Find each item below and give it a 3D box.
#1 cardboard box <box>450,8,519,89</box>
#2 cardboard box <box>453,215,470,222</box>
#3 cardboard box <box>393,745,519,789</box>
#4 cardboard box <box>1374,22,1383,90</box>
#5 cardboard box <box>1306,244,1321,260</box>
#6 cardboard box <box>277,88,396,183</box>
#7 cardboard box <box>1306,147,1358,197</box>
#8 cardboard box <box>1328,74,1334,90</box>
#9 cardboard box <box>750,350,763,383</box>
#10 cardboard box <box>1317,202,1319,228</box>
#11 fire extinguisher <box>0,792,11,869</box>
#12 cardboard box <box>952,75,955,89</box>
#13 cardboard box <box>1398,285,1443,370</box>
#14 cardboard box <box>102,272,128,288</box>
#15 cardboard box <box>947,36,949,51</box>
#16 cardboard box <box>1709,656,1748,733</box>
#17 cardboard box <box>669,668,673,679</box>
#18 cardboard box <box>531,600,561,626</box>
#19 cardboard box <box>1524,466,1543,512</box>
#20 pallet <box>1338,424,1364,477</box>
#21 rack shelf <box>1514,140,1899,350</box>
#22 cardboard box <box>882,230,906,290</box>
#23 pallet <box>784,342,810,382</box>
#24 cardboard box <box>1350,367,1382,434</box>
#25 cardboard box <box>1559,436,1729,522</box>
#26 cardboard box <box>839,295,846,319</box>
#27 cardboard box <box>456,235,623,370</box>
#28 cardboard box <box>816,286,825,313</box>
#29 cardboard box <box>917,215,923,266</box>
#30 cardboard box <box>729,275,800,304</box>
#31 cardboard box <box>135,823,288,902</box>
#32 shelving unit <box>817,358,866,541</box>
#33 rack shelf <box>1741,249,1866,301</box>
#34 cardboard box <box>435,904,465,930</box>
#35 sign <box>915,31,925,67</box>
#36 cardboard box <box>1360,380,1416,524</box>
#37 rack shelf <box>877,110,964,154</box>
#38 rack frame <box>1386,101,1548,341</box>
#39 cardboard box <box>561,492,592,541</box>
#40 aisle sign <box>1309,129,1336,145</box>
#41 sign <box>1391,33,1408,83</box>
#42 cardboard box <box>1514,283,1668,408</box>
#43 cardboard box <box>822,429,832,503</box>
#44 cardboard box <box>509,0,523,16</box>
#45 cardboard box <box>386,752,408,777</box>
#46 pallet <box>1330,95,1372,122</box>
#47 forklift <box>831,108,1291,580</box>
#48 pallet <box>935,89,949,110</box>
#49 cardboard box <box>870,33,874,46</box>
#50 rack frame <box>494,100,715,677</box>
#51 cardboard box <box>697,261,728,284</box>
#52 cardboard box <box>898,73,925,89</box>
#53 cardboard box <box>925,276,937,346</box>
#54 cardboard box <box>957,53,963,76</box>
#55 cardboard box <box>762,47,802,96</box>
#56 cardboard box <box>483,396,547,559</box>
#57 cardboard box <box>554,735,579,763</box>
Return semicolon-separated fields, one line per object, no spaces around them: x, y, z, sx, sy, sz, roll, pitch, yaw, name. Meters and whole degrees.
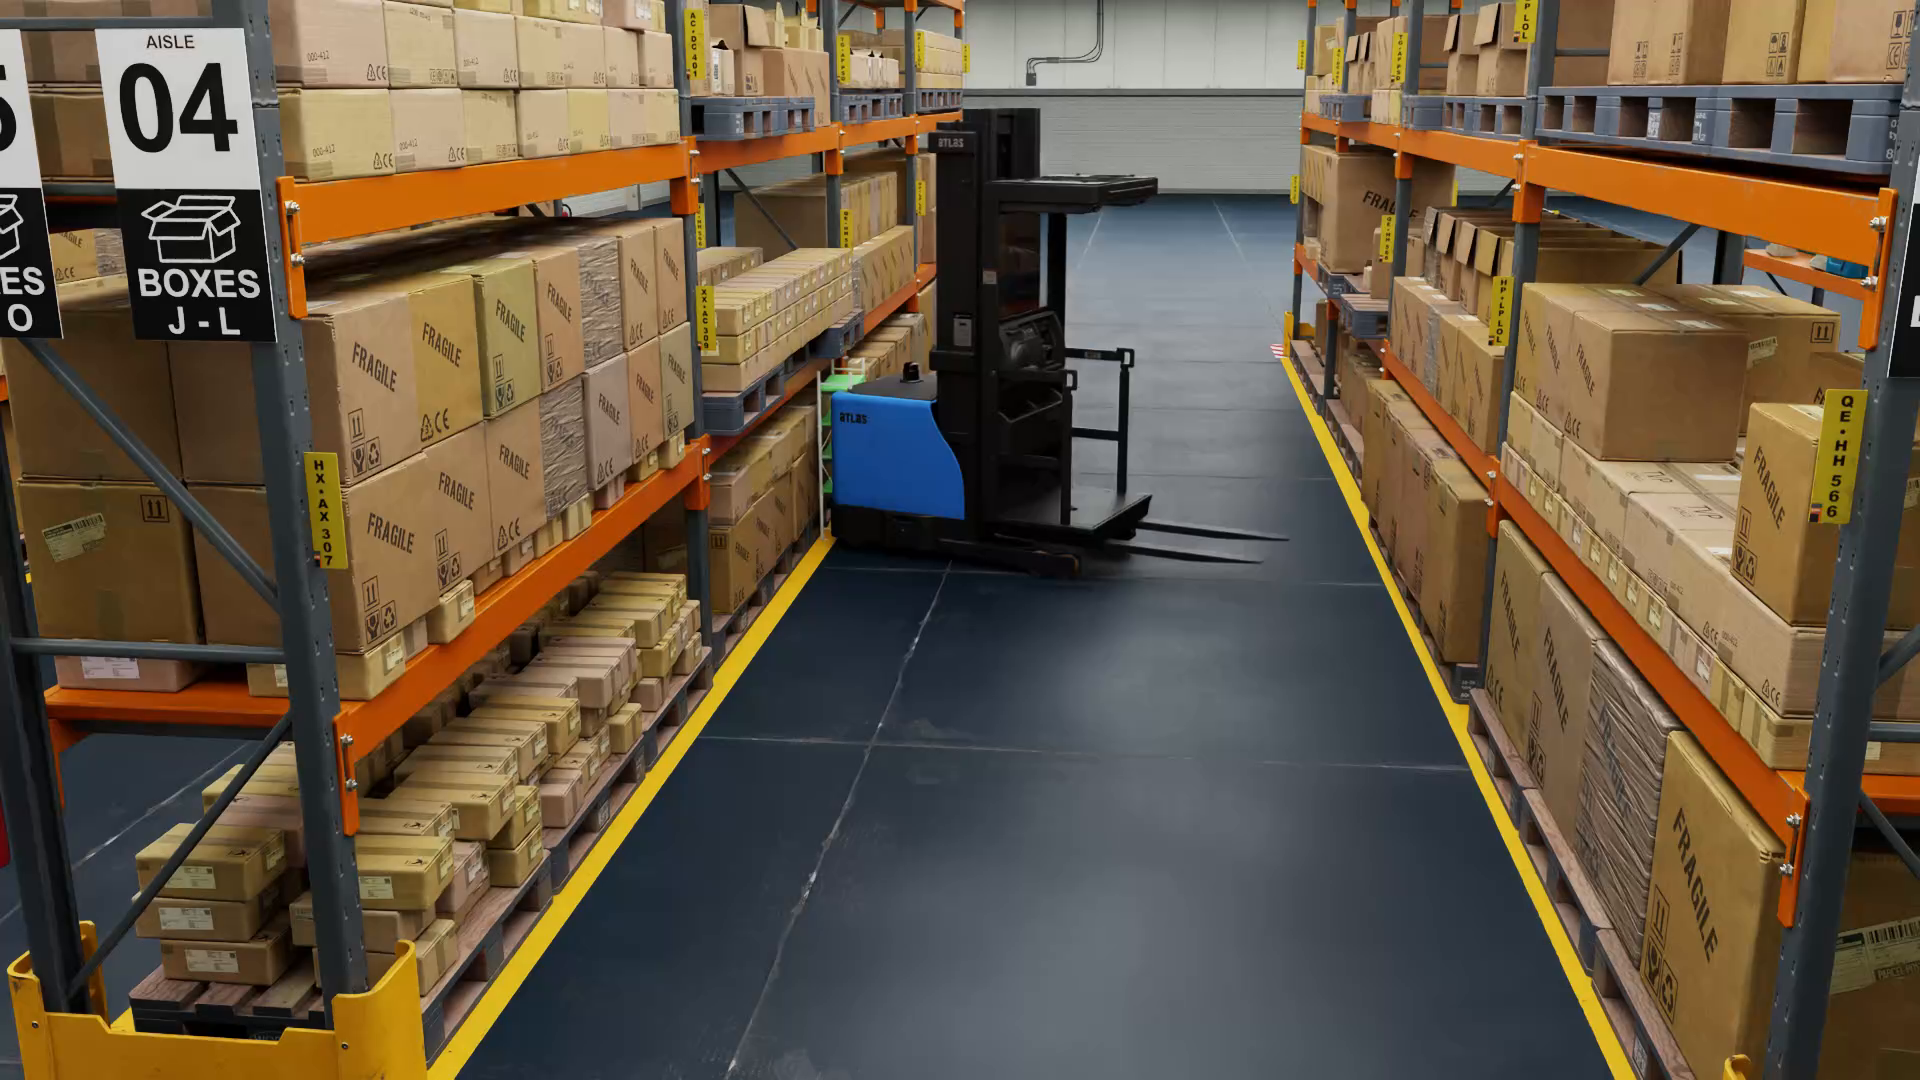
-1.843;-1.666;5.661;0.500;0.250;0.500;2;15;7;cardboard box
-5.493;-3.338;17.498;0.500;0.500;0.500;2;15;6;cardboard box
-1.867;0.880;6.179;0.380;0.149;0.250;1;15;4;cardboard box
3.466;-3.710;12.739;0.500;0.500;0.500;2;15;7;cardboard box
3.910;-3.080;17.788;0.380;0.149;0.250;2;15;6;cardboard box
-1.973;-1.162;4.752;0.500;0.250;0.500;2;15;8;cardboard box
3.994;-3.935;17.792;0.500;0.500;0.500;2;15;6;cardboard box
3.812;-4.485;16.277;0.380;0.149;0.250;1;15;5;cardboard box
-1.299;-0.957;9.130;0.380;0.149;0.250;2;15;7;cardboard box
4.419;-3.571;18.362;0.875;0.500;0.500;2;15;6;cardboard box
-2.764;0.592;4.589;0.296;0.674;0.183;2;15;6;fire extinguisher
-0.259;-5.111;18.555;0.380;0.149;0.250;2;15;7;cardboard box
3.161;-1.376;10.813;0.500;0.500;0.500;1;15;5;cardboard box
-6.161;-1.774;11.807;0.500;0.250;0.500;1;15;5;cardboard box
-0.316;-5.362;17.958;0.380;0.149;0.250;1;15;5;cardboard box
2.380;0.447;4.744;0.380;0.149;0.250;2;15;7;cardboard box
-1.644;0.636;8.222;0.380;0.149;0.250;2;15;8;cardboard box
-2.140;0.392;7.984;0.380;0.149;0.250;1;15;5;cardboard box
2.669;-0.218;7.202;0.380;0.149;0.250;2;15;8;cardboard box
3.772;-0.752;14.038;1.003;0.211;1.213;2;15;6;pallet
2.865;-1.124;5.705;1.077;0.370;4.000;2;15;6;rack shelf
-0.773;-2.563;15.204;0.500;0.500;0.500;2;15;6;cardboard box
-1.557;-1.145;10.517;1.003;0.211;1.213;2;15;6;pallet
3.768;-1.196;14.284;0.700;0.500;0.500;0;15;1;cardboard box
2.664;-0.236;6.506;0.500;0.250;0.500;2;15;8;cardboard box
-1.003;-1.628;11.612;0.380;0.149;0.250;2;15;6;cardboard box
-1.735;-0.993;6.910;0.500;0.500;0.500;2;15;8;cardboard box
-1.092;-1.569;10.823;0.380;0.149;0.250;2;15;6;cardboard box
-0.854;-3.101;17.097;0.875;0.550;0.550;2;15;6;cardboard box
-1.179;-1.507;10.026;0.380;0.149;0.250;2;15;8;cardboard box
-2.469;1.064;5.497;0.380;0.149;0.250;2;15;7;cardboard box
-0.824;-0.643;11.690;0.258;1.200;0.503;2;18;6;shelving unit
9.141;-2.643;17.067;1.077;0.370;4.000;2;15;6;rack shelf
-1.952;1.300;5.766;0.380;0.149;0.250;2;15;6;cardboard box
-0.383;-4.625;15.682;0.100;0.325;0.005;2;15;6;sign
3.444;-0.578;11.320;1.225;0.875;0.875;1;15;4;cardboard box
-0.697;-4.409;17.852;1.077;0.370;4.000;2;15;6;rack shelf
3.542;-1.580;11.758;1.000;3.000;0.127;2;15;6;rack frame
-1.730;-0.105;6.784;0.380;0.149;0.250;2;15;7;cardboard box
4.154;-4.934;19.184;0.394;0.787;0.004;2;15;6;aisle sign
3.004;-3.294;11.360;0.100;0.325;0.005;2;15;6;sign
2.783;-0.859;7.372;0.500;0.500;0.500;2;15;6;cardboard box
-1.189;-0.570;12.007;0.500;0.500;0.500;2;15;6;cardboard box
-1.810;-1.966;6.005;0.380;0.149;0.250;2;15;8;cardboard box
-2.399;0.938;6.534;0.380;0.149;0.250;2;15;7;cardboard box
3.704;-3.548;13.652;1.213;0.211;1.003;2;15;6;pallet
0.660;-1.315;10.910;3.031;2.935;1.130;8;17;26;forklift
-0.680;-4.722;17.802;1.003;0.211;1.213;2;15;6;pallet
-1.085;-5.119;17.058;0.380;0.149;0.250;2;15;6;cardboard box
-1.826;-0.715;8.558;1.000;3.000;0.127;2;15;6;rack frame
-1.738;-1.734;10.866;0.380;0.149;0.250;2;15;9;cardboard box
-0.544;-4.452;16.117;0.380;0.149;0.250;1;15;5;cardboard box
-0.685;-2.361;17.915;0.875;0.875;0.875;2;15;7;cardboard box
-0.249;-5.462;19.090;0.500;0.250;0.500;2;15;7;cardboard box
-1.290;-2.833;10.455;0.500;0.500;0.500;2;15;6;cardboard box
-1.849;-0.244;6.055;0.500;0.500;0.500;2;15;7;cardboard box
-1.834;0.813;6.997;0.380;0.149;0.250;2;15;9;cardboard box
